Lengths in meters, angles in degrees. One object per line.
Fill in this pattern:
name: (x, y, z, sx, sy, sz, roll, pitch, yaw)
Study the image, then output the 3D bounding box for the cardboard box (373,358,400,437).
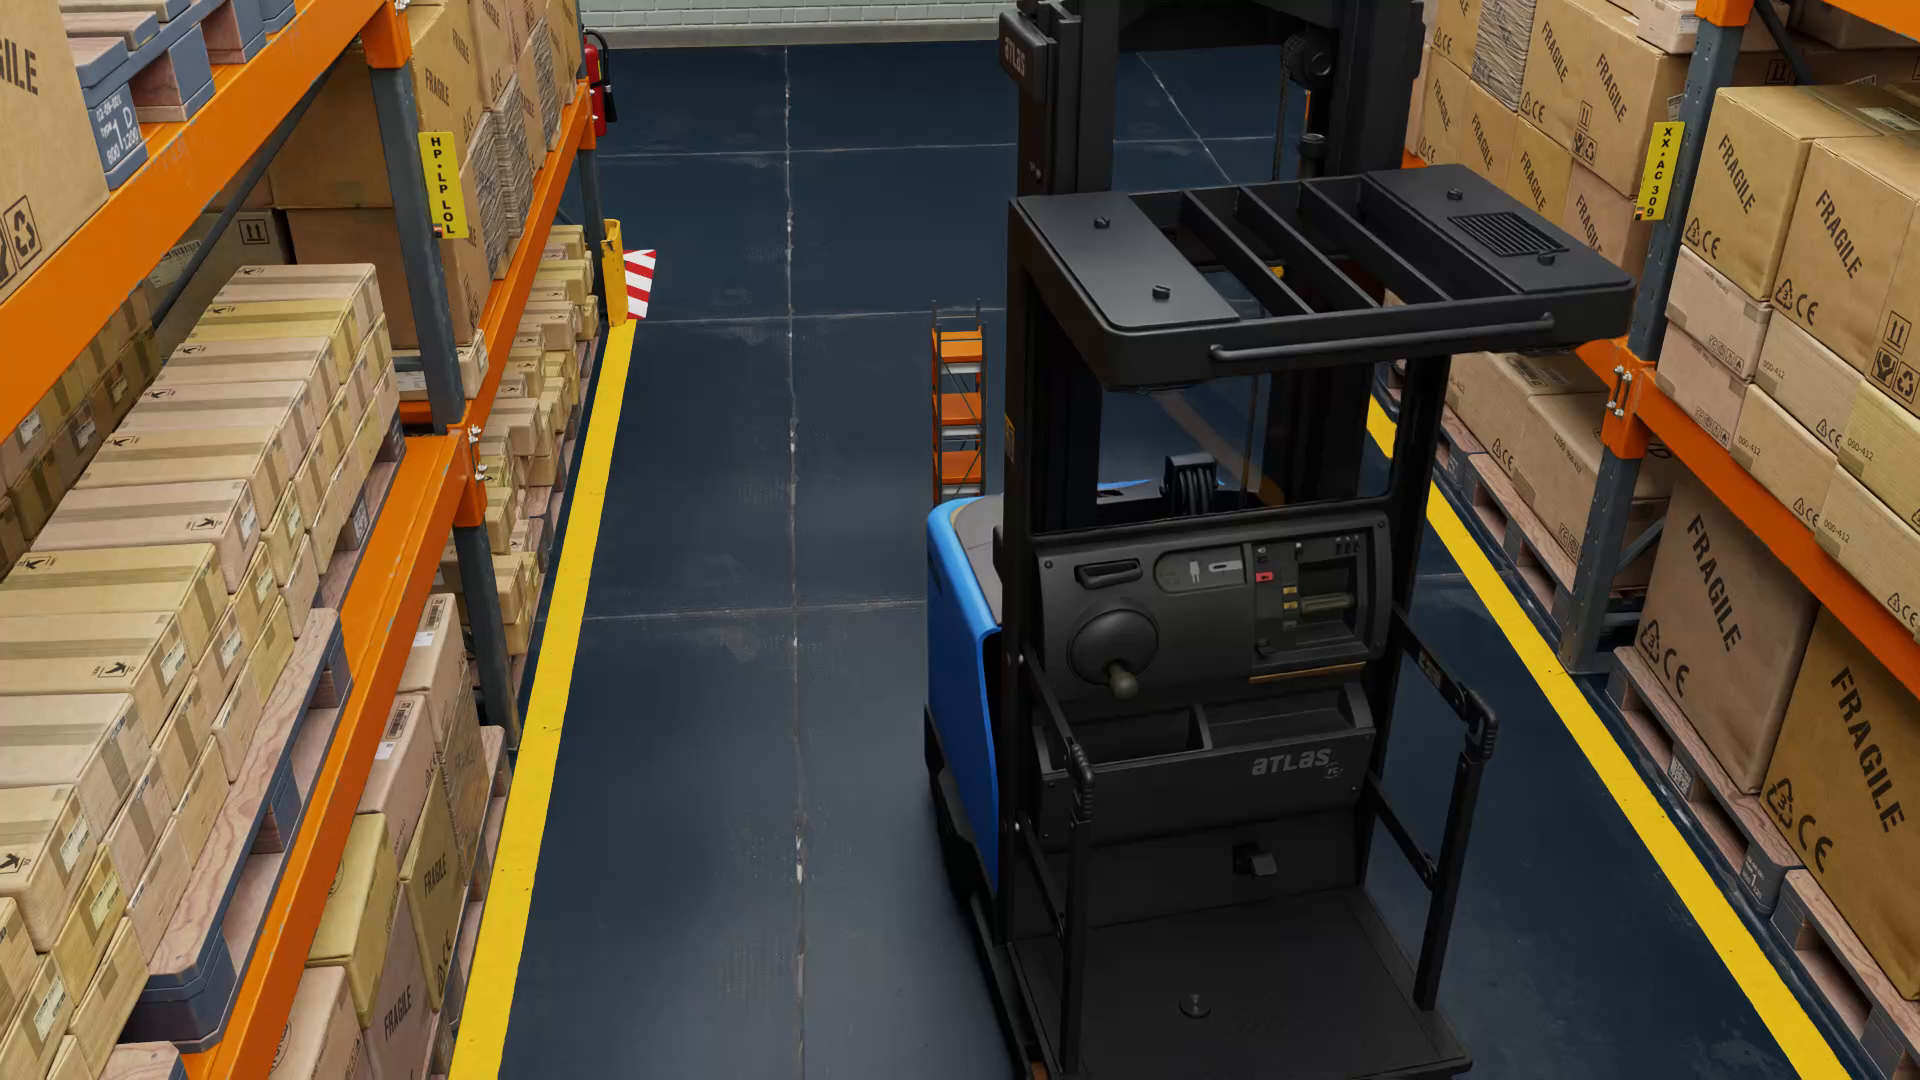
cardboard box: (-1.859, -0.410, 4.846, 0.380, 0.149, 0.250, -3, 31, -6)

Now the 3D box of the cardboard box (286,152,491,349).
cardboard box: (-1.888, -0.966, 5.555, 0.500, 0.500, 0.500, -3, 31, -5)

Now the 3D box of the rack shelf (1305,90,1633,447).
rack shelf: (2.639, -1.532, 7.591, 1.077, 0.370, 4.000, -3, 31, -5)

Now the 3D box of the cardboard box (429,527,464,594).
cardboard box: (-1.919, 0.072, 5.995, 0.380, 0.149, 0.250, -2, 31, -3)

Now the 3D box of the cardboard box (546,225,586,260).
cardboard box: (-2.165, -1.526, 8.671, 0.380, 0.149, 0.250, -2, 31, -4)

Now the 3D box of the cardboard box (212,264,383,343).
cardboard box: (-1.861, -0.663, 4.690, 0.380, 0.149, 0.250, -1, 31, -2)

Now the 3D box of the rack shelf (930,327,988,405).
rack shelf: (-0.005, -0.713, 6.886, 0.215, 0.259, 0.240, -3, 31, -5)

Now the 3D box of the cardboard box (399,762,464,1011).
cardboard box: (-1.725, 0.990, 4.696, 0.500, 0.500, 0.500, -3, 31, -6)

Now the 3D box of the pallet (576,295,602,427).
pallet: (-2.419, -0.920, 8.585, 1.003, 0.211, 1.213, -3, 31, -5)

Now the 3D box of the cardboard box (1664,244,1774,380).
cardboard box: (2.586, -0.731, 5.208, 0.500, 0.250, 0.500, -4, 31, -6)

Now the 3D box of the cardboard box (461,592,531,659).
cardboard box: (-1.807, 0.312, 6.174, 0.380, 0.149, 0.250, -4, 31, -7)

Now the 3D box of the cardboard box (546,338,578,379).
cardboard box: (-2.022, -0.872, 7.865, 0.380, 0.149, 0.250, -2, 31, -4)

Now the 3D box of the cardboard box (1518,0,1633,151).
cardboard box: (2.468, -1.779, 6.230, 0.500, 0.500, 0.500, -3, 31, -5)

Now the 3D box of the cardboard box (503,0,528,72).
cardboard box: (-2.019, -2.157, 6.574, 0.500, 0.500, 0.500, -4, 31, -6)

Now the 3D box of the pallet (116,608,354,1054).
pallet: (-1.945, 0.585, 3.532, 1.003, 0.211, 1.213, -3, 31, -5)

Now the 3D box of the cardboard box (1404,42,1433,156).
cardboard box: (2.316, -2.128, 7.790, 0.500, 0.500, 0.500, -3, 31, -5)

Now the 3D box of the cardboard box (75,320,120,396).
cardboard box: (-2.482, -0.493, 4.406, 0.380, 0.149, 0.250, -2, 31, -3)

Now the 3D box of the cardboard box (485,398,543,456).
cardboard box: (-1.948, -0.464, 6.893, 0.380, 0.149, 0.250, -2, 31, -4)

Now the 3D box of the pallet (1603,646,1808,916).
pallet: (2.973, 0.768, 5.758, 1.003, 0.211, 1.213, -3, 31, -5)

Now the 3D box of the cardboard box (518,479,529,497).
cardboard box: (-2.040, -0.211, 7.049, 0.380, 0.149, 0.250, -4, 31, -7)

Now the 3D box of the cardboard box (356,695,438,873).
cardboard box: (-1.737, 0.672, 4.497, 0.500, 0.250, 0.500, -1, 31, -2)

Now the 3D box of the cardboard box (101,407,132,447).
cardboard box: (-2.482, -0.239, 4.560, 0.380, 0.149, 0.250, -2, 31, -4)

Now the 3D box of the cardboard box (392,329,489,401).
cardboard box: (-1.794, -0.583, 5.546, 0.380, 0.149, 0.250, -2, 31, -3)

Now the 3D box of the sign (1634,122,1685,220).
sign: (2.274, -1.198, 5.408, 0.100, 0.325, 0.005, -3, 31, -5)

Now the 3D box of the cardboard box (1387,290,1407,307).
cardboard box: (2.707, -1.143, 8.327, 0.875, 0.438, 0.875, -2, 31, -3)

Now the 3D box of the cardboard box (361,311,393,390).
cardboard box: (-1.859, -0.537, 4.769, 0.380, 0.149, 0.250, -2, 31, -3)

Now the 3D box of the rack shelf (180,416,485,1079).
rack shelf: (-1.906, 0.799, 3.688, 1.077, 0.370, 4.000, -3, 31, -5)

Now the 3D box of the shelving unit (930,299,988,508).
shelving unit: (-0.005, -0.478, 7.027, 0.215, 1.050, 0.252, -3, 31, -5)

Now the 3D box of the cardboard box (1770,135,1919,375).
cardboard box: (2.656, -0.795, 4.583, 0.500, 0.500, 0.500, -3, 31, -5)

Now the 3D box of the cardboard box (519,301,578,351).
cardboard box: (-2.006, -1.000, 7.789, 0.380, 0.149, 0.250, -2, 31, -3)

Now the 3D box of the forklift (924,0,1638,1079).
forklift: (0.701, 0.219, 4.025, 1.130, 2.935, 3.031, -7, 31, -11)

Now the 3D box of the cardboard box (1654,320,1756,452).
cardboard box: (2.604, -0.518, 5.338, 0.500, 0.250, 0.500, -3, 31, -6)

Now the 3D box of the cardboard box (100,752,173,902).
cardboard box: (-1.666, 0.525, 2.992, 0.380, 0.149, 0.250, -3, 31, -5)

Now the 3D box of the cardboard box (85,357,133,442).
cardboard box: (-2.488, -0.375, 4.499, 0.380, 0.149, 0.250, -3, 31, -6)

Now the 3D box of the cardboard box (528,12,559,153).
cardboard box: (-2.068, -2.005, 7.294, 0.500, 0.500, 0.500, -3, 31, -4)

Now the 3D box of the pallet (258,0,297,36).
pallet: (-2.141, -1.417, 3.956, 1.213, 0.211, 1.003, -3, 31, -5)

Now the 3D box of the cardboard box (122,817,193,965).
cardboard box: (-1.665, 0.653, 3.067, 0.380, 0.149, 0.250, -2, 31, -3)

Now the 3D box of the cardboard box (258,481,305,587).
cardboard box: (-1.760, -0.003, 3.876, 0.380, 0.149, 0.250, -4, 31, -7)

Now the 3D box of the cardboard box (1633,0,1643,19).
cardboard box: (2.564, -1.852, 5.720, 0.380, 0.149, 0.250, -2, 31, -3)

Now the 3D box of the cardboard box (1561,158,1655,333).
cardboard box: (2.528, -1.087, 6.047, 0.500, 0.500, 0.500, -2, 31, -4)

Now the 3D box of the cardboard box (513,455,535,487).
cardboard box: (-2.004, -0.342, 6.978, 0.380, 0.149, 0.250, -1, 31, -2)

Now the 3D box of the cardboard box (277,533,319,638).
cardboard box: (-1.758, 0.120, 3.960, 0.380, 0.149, 0.250, -4, 31, -7)

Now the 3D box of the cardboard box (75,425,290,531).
cardboard box: (-1.769, -0.134, 3.805, 0.380, 0.149, 0.250, -4, 31, -6)

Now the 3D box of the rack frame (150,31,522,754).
rack frame: (-2.093, -0.531, 5.213, 1.000, 3.000, 0.127, -3, 31, -5)

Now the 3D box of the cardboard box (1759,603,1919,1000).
cardboard box: (3.056, 0.686, 4.839, 0.875, 0.875, 0.875, -2, 31, -3)

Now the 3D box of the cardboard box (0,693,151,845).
cardboard box: (-1.667, 0.403, 2.906, 0.380, 0.149, 0.250, -1, 31, -2)

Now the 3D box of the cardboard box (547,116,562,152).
cardboard box: (-2.083, -1.927, 7.796, 0.380, 0.149, 0.250, -2, 31, -3)
